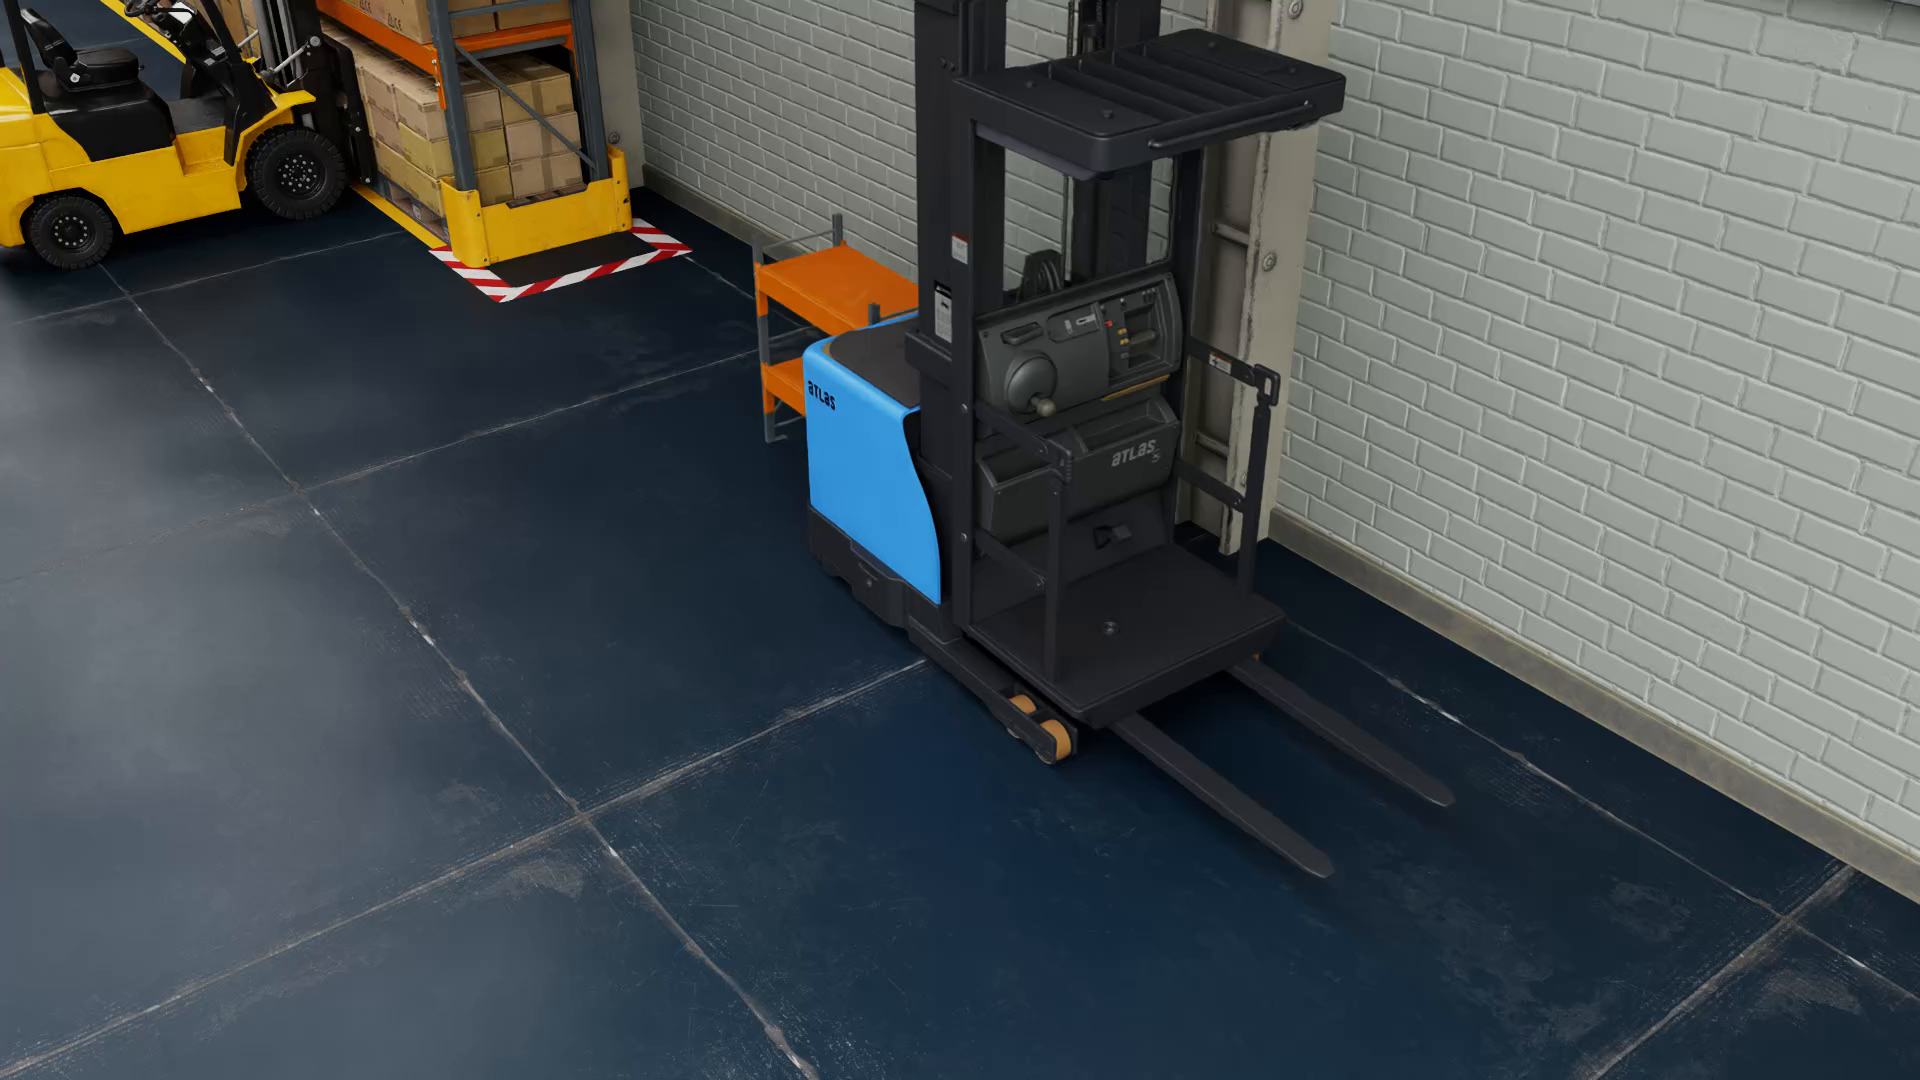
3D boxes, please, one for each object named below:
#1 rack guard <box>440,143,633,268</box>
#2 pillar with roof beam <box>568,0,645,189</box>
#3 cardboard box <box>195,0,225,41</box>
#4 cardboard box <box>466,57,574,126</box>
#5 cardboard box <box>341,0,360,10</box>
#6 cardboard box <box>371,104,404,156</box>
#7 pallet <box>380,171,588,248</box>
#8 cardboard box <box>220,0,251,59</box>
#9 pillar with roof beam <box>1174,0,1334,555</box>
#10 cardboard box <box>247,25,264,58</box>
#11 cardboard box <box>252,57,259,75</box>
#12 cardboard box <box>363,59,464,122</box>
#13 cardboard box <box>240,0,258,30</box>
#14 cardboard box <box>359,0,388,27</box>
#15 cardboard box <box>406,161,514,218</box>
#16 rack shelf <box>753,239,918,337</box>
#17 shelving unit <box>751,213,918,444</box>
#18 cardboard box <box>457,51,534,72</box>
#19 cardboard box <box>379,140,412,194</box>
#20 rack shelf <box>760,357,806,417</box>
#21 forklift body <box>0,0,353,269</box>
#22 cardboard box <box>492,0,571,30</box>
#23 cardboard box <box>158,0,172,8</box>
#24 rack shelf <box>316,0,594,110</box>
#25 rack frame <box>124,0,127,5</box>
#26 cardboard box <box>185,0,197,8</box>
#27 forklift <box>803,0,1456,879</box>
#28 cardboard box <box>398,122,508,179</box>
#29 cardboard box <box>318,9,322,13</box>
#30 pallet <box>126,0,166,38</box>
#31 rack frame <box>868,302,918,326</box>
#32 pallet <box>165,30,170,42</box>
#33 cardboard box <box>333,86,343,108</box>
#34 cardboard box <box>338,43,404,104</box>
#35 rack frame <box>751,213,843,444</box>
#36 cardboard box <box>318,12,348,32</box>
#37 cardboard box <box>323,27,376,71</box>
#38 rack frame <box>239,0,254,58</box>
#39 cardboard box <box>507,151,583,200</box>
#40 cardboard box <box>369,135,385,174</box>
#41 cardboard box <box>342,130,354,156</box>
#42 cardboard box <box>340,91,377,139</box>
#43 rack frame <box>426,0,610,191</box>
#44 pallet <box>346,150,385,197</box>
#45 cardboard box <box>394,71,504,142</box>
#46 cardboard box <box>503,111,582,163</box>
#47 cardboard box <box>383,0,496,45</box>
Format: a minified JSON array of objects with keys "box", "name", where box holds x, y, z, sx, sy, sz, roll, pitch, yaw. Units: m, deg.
[{"box":[-2.727,-2.180,10.787,1.175,0.500,0.348,-22,38,-31],"name":"rack guard"},{"box":[-5.857,-4.990,7.255,9.100,9.000,0.400,-22,38,-31],"name":"pillar with roof beam"},{"box":[-5.993,-4.629,14.212,0.875,0.625,0.625,-23,38,-32],"name":"cardboard box"},{"box":[-2.887,-2.949,10.916,0.500,0.250,0.500,-23,39,-32],"name":"cardboard box"},{"box":[-3.876,-3.848,11.007,0.500,0.500,0.500,-23,39,-32],"name":"cardboard box"},{"box":[-3.586,-2.789,11.132,0.500,0.250,0.500,-23,38,-32],"name":"cardboard box"},{"box":[-3.244,-2.373,11.371,1.003,0.211,1.213,-22,38,-31],"name":"pallet"},{"box":[-5.523,-4.303,13.688,0.875,0.625,0.625,-20,37,-29],"name":"cardboard box"},{"box":[-2.178,-2.489,3.229,9.100,9.000,0.400,-22,38,-31],"name":"pillar with roof beam"},{"box":[-5.142,-3.841,12.825,0.500,0.250,0.500,-22,38,-32],"name":"cardboard box"},{"box":[-5.159,-3.621,12.945,0.500,0.250,0.500,-22,38,-31],"name":"cardboard box"},{"box":[-3.588,-2.989,10.981,0.500,0.250,0.500,-22,38,-31],"name":"cardboard box"},{"box":[-5.146,-4.051,12.690,0.500,0.250,0.500,-23,39,-32],"name":"cardboard box"},{"box":[-3.562,-3.634,10.664,0.500,0.500,0.500,-21,38,-30],"name":"cardboard box"},{"box":[-3.279,-2.356,10.909,0.500,0.250,0.500,-22,38,-31],"name":"cardboard box"},{"box":[-0.492,-1.089,7.883,0.538,0.278,1.000,-21,38,-30],"name":"rack shelf"},{"box":[-0.492,-0.841,8.037,0.538,1.125,1.048,-21,38,-30],"name":"shelving unit"},{"box":[-3.196,-3.156,11.249,0.500,0.250,0.500,-22,38,-31],"name":"cardboard box"},{"box":[-3.577,-2.567,11.248,0.500,0.250,0.500,-22,38,-31],"name":"cardboard box"},{"box":[-0.492,-0.633,8.166,0.538,0.278,1.000,-21,38,-30],"name":"rack shelf"},{"box":[-5.345,-3.092,10.690,2.313,2.155,1.214,-22,38,-31],"name":"forklift body"},{"box":[-2.826,-3.591,10.594,0.500,0.500,0.500,-21,37,-30],"name":"cardboard box"},{"box":[-6.869,-5.222,15.167,0.875,0.625,0.625,-21,37,-30],"name":"cardboard box"},{"box":[-3.968,-3.780,11.675,1.077,0.370,4.000,-22,38,-31],"name":"rack shelf"},{"box":[-7.647,-6.586,15.512,1.000,3.000,0.127,-22,38,-31],"name":"rack frame"},{"box":[-6.456,-4.941,14.716,0.875,0.625,0.625,-24,39,-33],"name":"cardboard box"},{"box":[0.588,-0.683,6.071,1.130,2.935,3.031,-21,38,-30],"name":"forklift"},{"box":[-3.287,-2.577,10.790,0.500,0.250,0.500,-23,38,-32],"name":"cardboard box"},{"box":[-4.840,-3.835,12.342,0.500,0.250,0.500,-22,38,-31],"name":"cardboard box"},{"box":[-7.173,-5.046,15.675,1.003,0.211,1.213,-22,38,-31],"name":"pallet"},{"box":[-0.193,-0.624,7.688,0.500,1.125,0.032,-21,38,-30],"name":"rack frame"},{"box":[-6.429,-4.538,14.857,1.003,0.211,1.213,-22,38,-31],"name":"pallet"},{"box":[-4.223,-3.207,11.805,0.500,0.250,0.500,-22,38,-32],"name":"cardboard box"},{"box":[-3.905,-3.196,11.314,0.500,0.250,0.500,-22,38,-31],"name":"cardboard box"},{"box":[-0.791,-1.058,8.387,0.500,1.125,0.032,-21,38,-30],"name":"rack frame"},{"box":[-4.526,-3.631,12.014,0.500,0.250,0.500,-21,37,-30],"name":"cardboard box"},{"box":[-4.210,-3.410,11.658,0.500,0.250,0.500,-23,39,-32],"name":"cardboard box"},{"box":[-5.194,-4.919,12.828,1.000,3.000,0.127,-22,38,-31],"name":"rack frame"},{"box":[-2.888,-2.531,11.190,0.500,0.250,0.500,-22,38,-31],"name":"cardboard box"},{"box":[-3.876,-2.778,11.588,0.500,0.250,0.500,-22,38,-31],"name":"cardboard box"},{"box":[-4.213,-2.987,11.925,0.500,0.250,0.500,-21,38,-30],"name":"cardboard box"},{"box":[-3.919,-2.998,11.468,0.500,0.250,0.500,-23,39,-32],"name":"cardboard box"},{"box":[-2.742,-3.252,10.144,1.000,3.000,0.127,-22,38,-31],"name":"rack frame"},{"box":[-3.988,-2.881,12.189,1.003,0.211,1.213,-22,38,-31],"name":"pallet"},{"box":[-3.270,-2.778,10.641,0.500,0.250,0.500,-21,37,-30],"name":"cardboard box"},{"box":[-2.866,-2.738,11.050,0.500,0.250,0.500,-21,38,-31],"name":"cardboard box"},{"box":[-3.251,-3.415,10.311,0.500,0.500,0.500,-23,39,-32],"name":"cardboard box"}]
